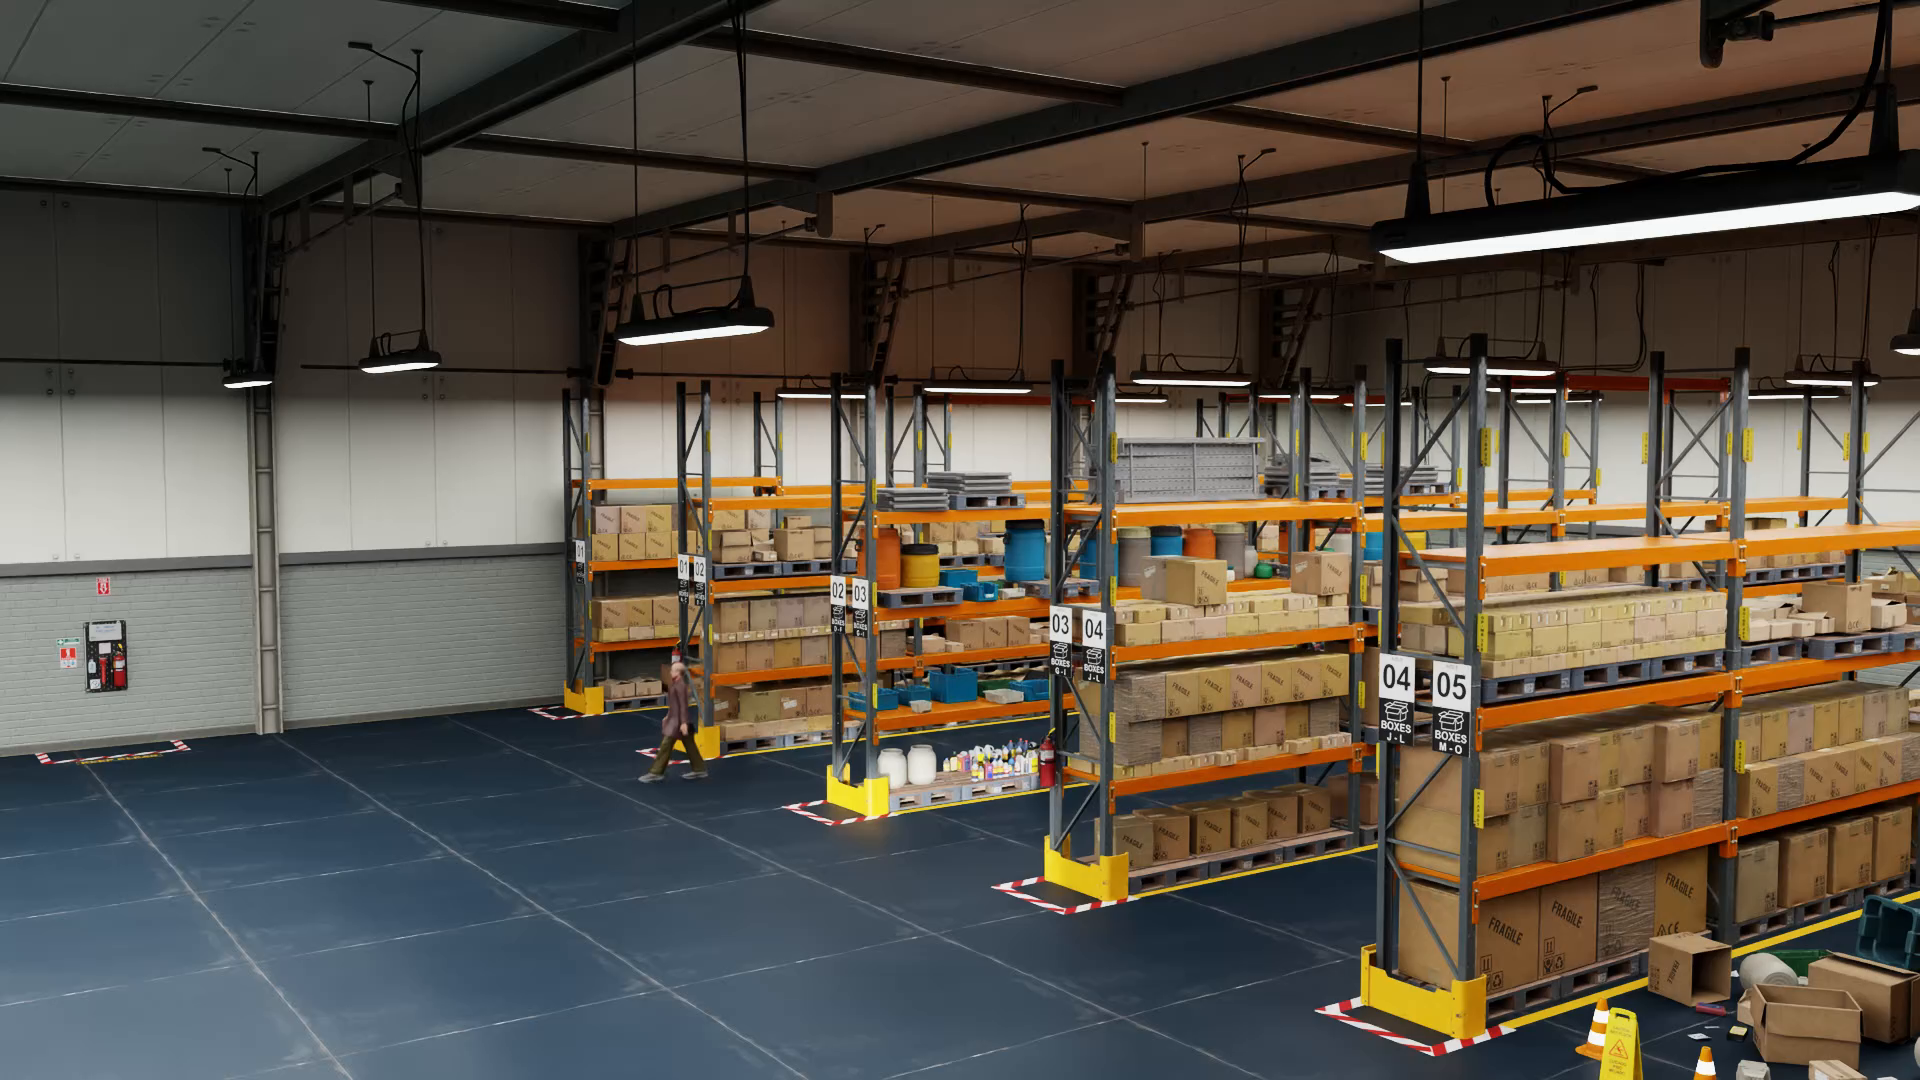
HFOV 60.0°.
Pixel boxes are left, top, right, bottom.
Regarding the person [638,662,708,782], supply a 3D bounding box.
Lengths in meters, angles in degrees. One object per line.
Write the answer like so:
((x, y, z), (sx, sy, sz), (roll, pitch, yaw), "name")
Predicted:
((-4.246, 2.684, 24.651), (0.985, 1.744, 0.621), (0, 4, -2), "person")

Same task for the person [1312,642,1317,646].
((8.473, 1.736, 40.073), (0.505, 1.731, 1.138), (-1, 4, -20), "person")
